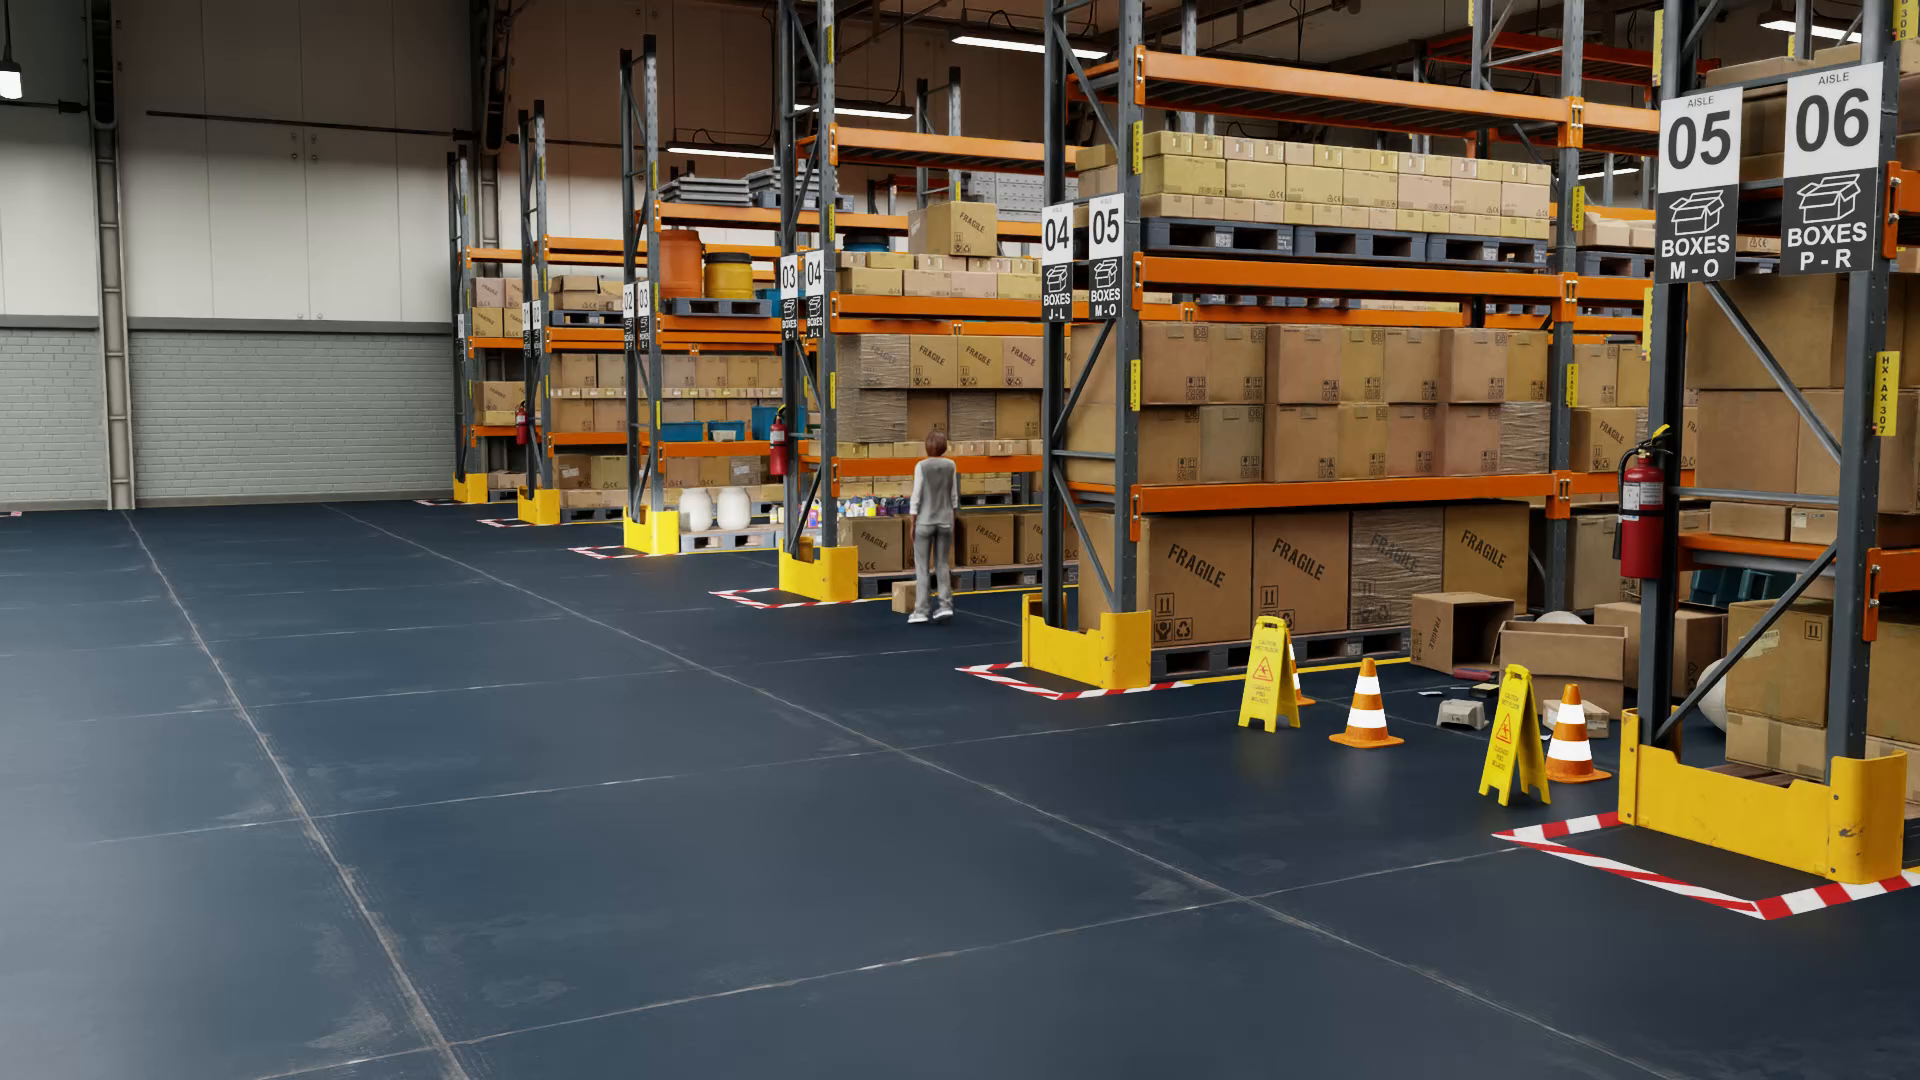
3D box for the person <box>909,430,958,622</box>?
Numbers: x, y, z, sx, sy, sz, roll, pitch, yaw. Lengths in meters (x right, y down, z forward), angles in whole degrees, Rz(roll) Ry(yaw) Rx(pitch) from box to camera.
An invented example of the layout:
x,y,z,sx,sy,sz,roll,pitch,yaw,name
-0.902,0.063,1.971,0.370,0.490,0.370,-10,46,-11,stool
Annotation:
x,y,z,sx,sy,sz,roll,pitch,yaw,name
-0.224,-0.109,13.814,0.429,1.608,0.427,-2,6,-22,person
